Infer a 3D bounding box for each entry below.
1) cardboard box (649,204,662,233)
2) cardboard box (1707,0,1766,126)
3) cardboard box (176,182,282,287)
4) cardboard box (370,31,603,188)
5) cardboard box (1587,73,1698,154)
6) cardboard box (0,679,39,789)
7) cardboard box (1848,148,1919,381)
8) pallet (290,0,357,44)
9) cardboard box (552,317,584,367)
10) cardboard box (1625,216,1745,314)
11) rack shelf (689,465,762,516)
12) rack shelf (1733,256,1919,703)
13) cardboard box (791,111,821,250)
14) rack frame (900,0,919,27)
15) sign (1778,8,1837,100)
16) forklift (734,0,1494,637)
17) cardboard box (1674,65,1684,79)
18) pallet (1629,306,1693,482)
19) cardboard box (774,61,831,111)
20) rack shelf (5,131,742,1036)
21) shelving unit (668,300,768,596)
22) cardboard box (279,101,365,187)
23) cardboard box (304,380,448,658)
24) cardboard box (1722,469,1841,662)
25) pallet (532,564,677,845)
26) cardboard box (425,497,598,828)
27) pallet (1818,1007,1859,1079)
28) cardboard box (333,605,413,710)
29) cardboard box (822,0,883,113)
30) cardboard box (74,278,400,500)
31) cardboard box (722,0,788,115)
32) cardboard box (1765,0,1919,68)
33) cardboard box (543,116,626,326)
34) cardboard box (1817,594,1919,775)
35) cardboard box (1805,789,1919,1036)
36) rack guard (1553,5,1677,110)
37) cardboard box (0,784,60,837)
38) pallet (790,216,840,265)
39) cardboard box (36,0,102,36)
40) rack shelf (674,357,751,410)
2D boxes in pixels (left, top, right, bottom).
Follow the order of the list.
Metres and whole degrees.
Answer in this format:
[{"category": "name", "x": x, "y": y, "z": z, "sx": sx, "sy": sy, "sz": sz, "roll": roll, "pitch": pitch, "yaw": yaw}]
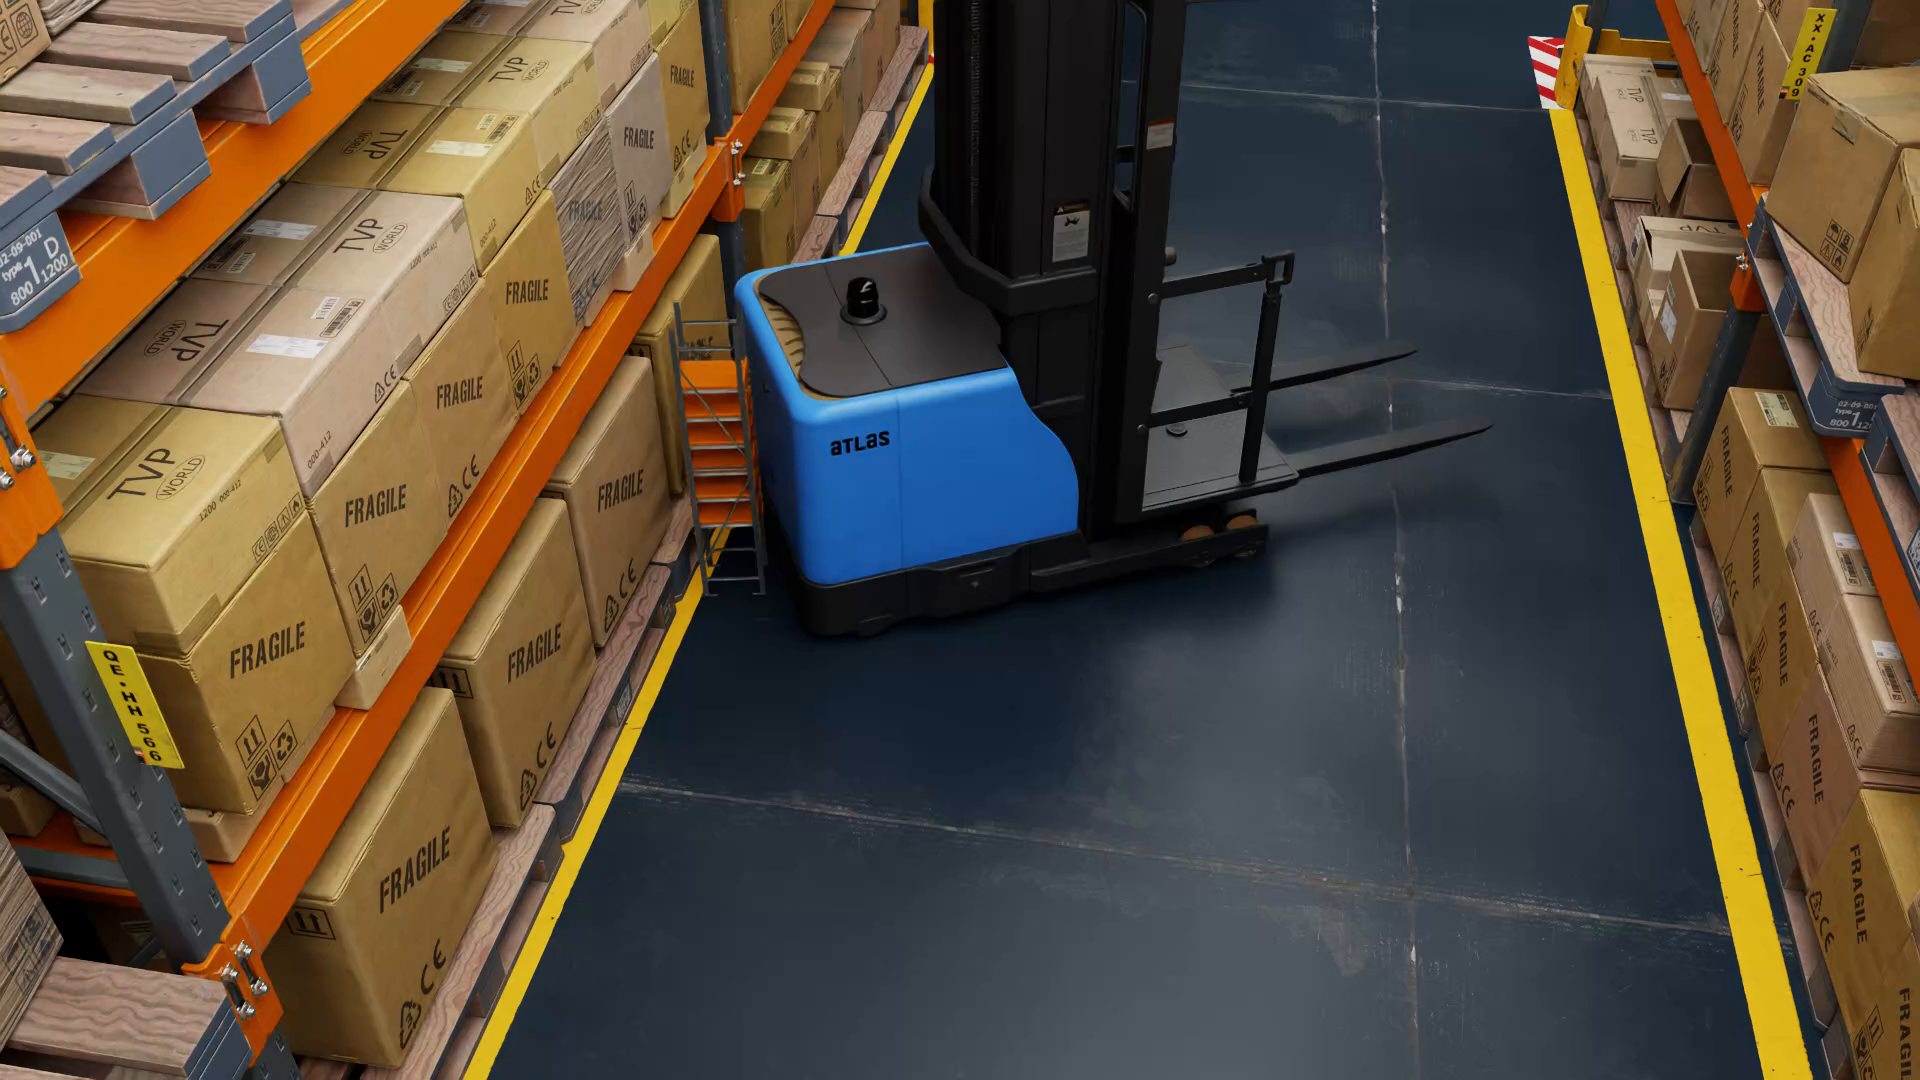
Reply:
[{"category": "cardboard box", "x": -1.304, "y": -1.180, "z": 6.004, "sx": 0.380, "sy": 0.149, "sz": 0.250, "roll": 8, "pitch": 40, "yaw": 9}, {"category": "cardboard box", "x": 3.386, "y": -1.991, "z": 6.726, "sx": 0.500, "sy": 0.500, "sz": 0.500, "roll": 7, "pitch": 40, "yaw": 9}, {"category": "cardboard box", "x": -2.099, "y": -0.730, "z": 4.363, "sx": 0.500, "sy": 0.250, "sz": 0.500, "roll": 5, "pitch": 40, "yaw": 7}, {"category": "cardboard box", "x": -1.430, "y": -1.319, "z": 5.076, "sx": 0.500, "sy": 0.250, "sz": 0.500, "roll": 7, "pitch": 40, "yaw": 9}, {"category": "cardboard box", "x": 3.697, "y": -2.283, "z": 8.970, "sx": 0.500, "sy": 0.250, "sz": 0.500, "roll": 6, "pitch": 40, "yaw": 8}, {"category": "cardboard box", "x": -2.285, "y": 0.193, "z": 3.835, "sx": 0.500, "sy": 0.500, "sz": 0.500, "roll": 7, "pitch": 40, "yaw": 8}, {"category": "cardboard box", "x": 3.106, "y": -0.776, "z": 4.927, "sx": 0.700, "sy": 0.500, "sz": 0.500, "roll": 12, "pitch": 41, "yaw": 15}, {"category": "pallet", "x": -1.857, "y": -1.516, "z": 4.023, "sx": 1.003, "sy": 0.211, "sz": 1.213, "roll": 8, "pitch": 40, "yaw": 10}, {"category": "cardboard box", "x": -1.458, "y": -0.706, "z": 5.431, "sx": 0.380, "sy": 0.149, "sz": 0.250, "roll": 5, "pitch": 40, "yaw": 6}, {"category": "cardboard box", "x": 3.414, "y": -1.280, "z": 7.709, "sx": 0.500, "sy": 0.311, "sz": 0.500, "roll": 6, "pitch": 40, "yaw": 8}, {"category": "rack shelf", "x": -0.884, "y": -0.185, "z": 6.285, "sx": 0.258, "sy": 0.103, "sz": 0.180, "roll": -2, "pitch": 38, "yaw": -1}, {"category": "rack shelf", "x": 3.119, "y": 0.246, "z": 4.664, "sx": 1.077, "sy": 0.370, "sz": 4.000, "roll": 6, "pitch": 40, "yaw": 8}, {"category": "cardboard box", "x": -1.094, "y": -1.802, "z": 8.208, "sx": 0.700, "sy": 0.500, "sz": 0.500, "roll": 6, "pitch": 40, "yaw": 7}, {"category": "rack frame", "x": -0.723, "y": -4.341, "z": 9.647, "sx": 1.000, "sy": 3.000, "sz": 0.127, "roll": 6, "pitch": 40, "yaw": 8}, {"category": "sign", "x": 2.929, "y": -1.676, "z": 5.743, "sx": 0.100, "sy": 0.325, "sz": 0.005, "roll": 6, "pitch": 40, "yaw": 8}, {"category": "forklift", "x": 0.705, "y": -1.329, "z": 6.057, "sx": 3.031, "sy": 2.935, "sz": 1.130, "roll": -12, "pitch": 41, "yaw": -15}, {"category": "cardboard box", "x": 4.305, "y": -2.635, "z": 9.200, "sx": 0.500, "sy": 0.500, "sz": 0.500, "roll": 6, "pitch": 40, "yaw": 8}, {"category": "pallet", "x": 3.584, "y": -0.643, "z": 7.362, "sx": 1.003, "sy": 0.211, "sz": 1.213, "roll": 6, "pitch": 40, "yaw": 8}, {"category": "cardboard box", "x": -0.855, "y": -2.260, "z": 8.252, "sx": 0.380, "sy": 0.149, "sz": 0.250, "roll": 5, "pitch": 40, "yaw": 6}, {"category": "rack shelf", "x": -1.761, "y": -0.298, "z": 5.321, "sx": 1.077, "sy": 0.370, "sz": 4.000, "roll": 6, "pitch": 40, "yaw": 8}, {"category": "shelving unit", "x": -0.886, "y": -0.315, "z": 6.183, "sx": 0.258, "sy": 1.200, "sz": 0.189, "roll": -2, "pitch": 38, "yaw": -1}, {"category": "cardboard box", "x": -2.011, "y": -1.049, "z": 4.749, "sx": 0.500, "sy": 0.250, "sz": 0.500, "roll": 6, "pitch": 40, "yaw": 7}, {"category": "cardboard box", "x": -1.671, "y": -0.086, "z": 4.172, "sx": 0.500, "sy": 0.500, "sz": 0.500, "roll": 8, "pitch": 40, "yaw": 9}, {"category": "cardboard box", "x": 3.060, "y": 0.120, "z": 5.868, "sx": 0.500, "sy": 0.500, "sz": 0.500, "roll": 7, "pitch": 40, "yaw": 8}, {"category": "pallet", "x": -1.683, "y": 0.504, "z": 5.974, "sx": 1.003, "sy": 0.211, "sz": 1.213, "roll": 6, "pitch": 40, "yaw": 8}, {"category": "cardboard box", "x": -1.693, "y": 0.350, "z": 5.330, "sx": 0.750, "sy": 0.750, "sz": 0.750, "roll": 6, "pitch": 40, "yaw": 7}, {"category": "pallet", "x": 2.939, "y": 1.834, "z": 4.366, "sx": 1.003, "sy": 0.211, "sz": 1.213, "roll": 6, "pitch": 40, "yaw": 8}, {"category": "cardboard box", "x": -1.640, "y": 0.273, "z": 4.247, "sx": 0.380, "sy": 0.149, "sz": 0.250, "roll": 8, "pitch": 40, "yaw": 9}, {"category": "cardboard box", "x": -0.832, "y": -2.775, "z": 9.385, "sx": 0.700, "sy": 0.500, "sz": 0.500, "roll": 6, "pitch": 40, "yaw": 8}, {"category": "cardboard box", "x": -1.682, "y": -0.364, "z": 3.920, "sx": 0.500, "sy": 0.250, "sz": 0.500, "roll": 6, "pitch": 40, "yaw": 7}, {"category": "cardboard box", "x": -1.305, "y": -2.285, "z": 6.924, "sx": 0.980, "sy": 0.700, "sz": 0.700, "roll": 7, "pitch": 40, "yaw": 8}, {"category": "cardboard box", "x": 3.297, "y": -2.057, "z": 6.020, "sx": 0.500, "sy": 0.500, "sz": 0.500, "roll": 7, "pitch": 40, "yaw": 8}, {"category": "cardboard box", "x": -1.420, "y": -1.039, "z": 5.325, "sx": 0.500, "sy": 0.500, "sz": 0.500, "roll": 6, "pitch": 40, "yaw": 8}, {"category": "cardboard box", "x": 2.882, "y": 0.437, "z": 4.895, "sx": 0.500, "sy": 0.250, "sz": 0.500, "roll": 6, "pitch": 40, "yaw": 7}, {"category": "cardboard box", "x": 2.793, "y": 1.080, "z": 4.707, "sx": 0.500, "sy": 0.500, "sz": 0.500, "roll": 5, "pitch": 40, "yaw": 6}, {"category": "rack guard", "x": 4.144, "y": -2.786, "z": 9.728, "sx": 1.175, "sy": 0.500, "sz": 0.348, "roll": 6, "pitch": 40, "yaw": 8}, {"category": "cardboard box", "x": -2.303, "y": 0.536, "z": 3.929, "sx": 0.380, "sy": 0.149, "sz": 0.250, "roll": 7, "pitch": 40, "yaw": 8}, {"category": "pallet", "x": -1.206, "y": -1.225, "z": 8.066, "sx": 1.003, "sy": 0.211, "sz": 1.213, "roll": 6, "pitch": 40, "yaw": 8}, {"category": "cardboard box", "x": -2.040, "y": -1.334, "z": 3.231, "sx": 0.700, "sy": 0.500, "sz": 0.500, "roll": 4, "pitch": 40, "yaw": 5}, {"category": "rack shelf", "x": -0.889, "y": -0.564, "z": 5.990, "sx": 0.258, "sy": 0.103, "sz": 0.180, "roll": -2, "pitch": 38, "yaw": -1}]
